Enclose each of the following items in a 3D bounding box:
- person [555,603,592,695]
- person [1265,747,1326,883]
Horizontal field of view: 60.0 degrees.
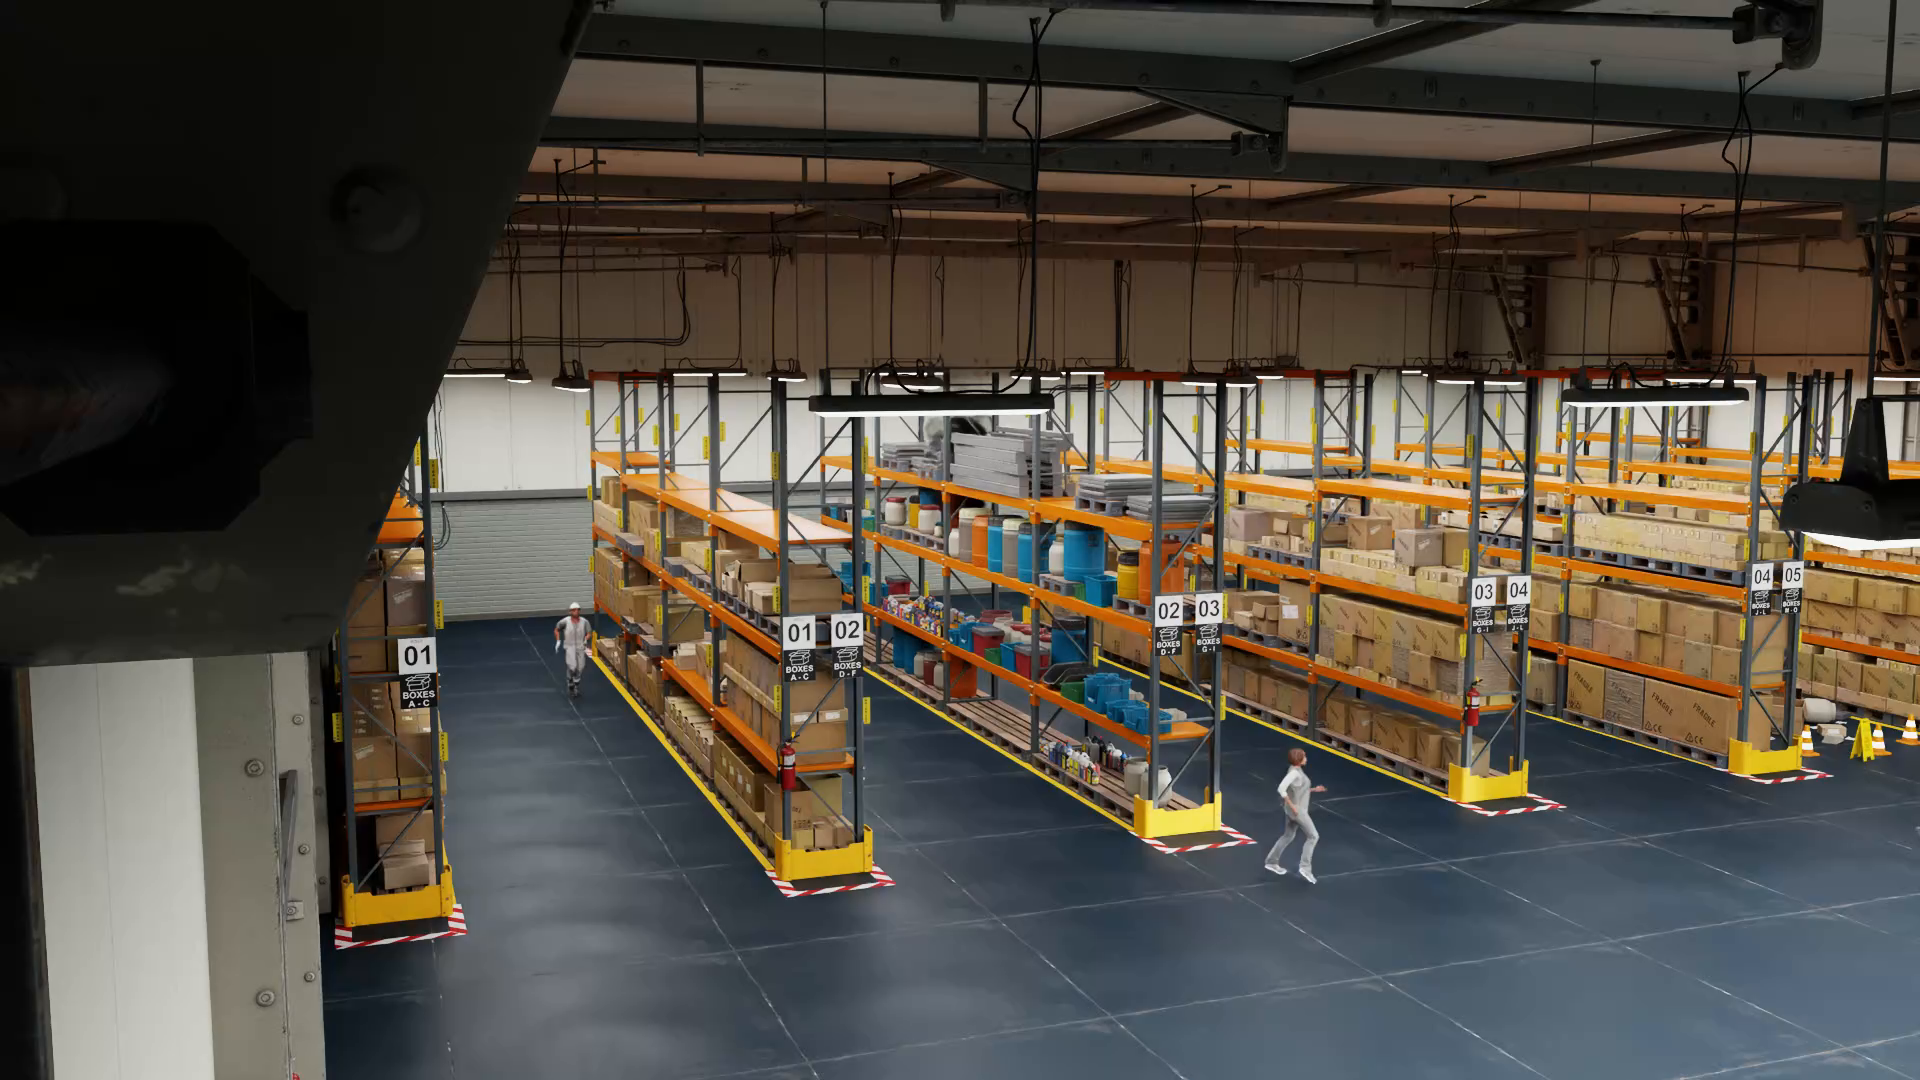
[{"bbox_3d":[-7.127,2.015,30.737,0.633,1.739,0.637,-3,7,-26],"label":"person"},{"bbox_3d":[4.040,3.310,19.981,0.715,1.646,0.444,0,6,3],"label":"person"}]
